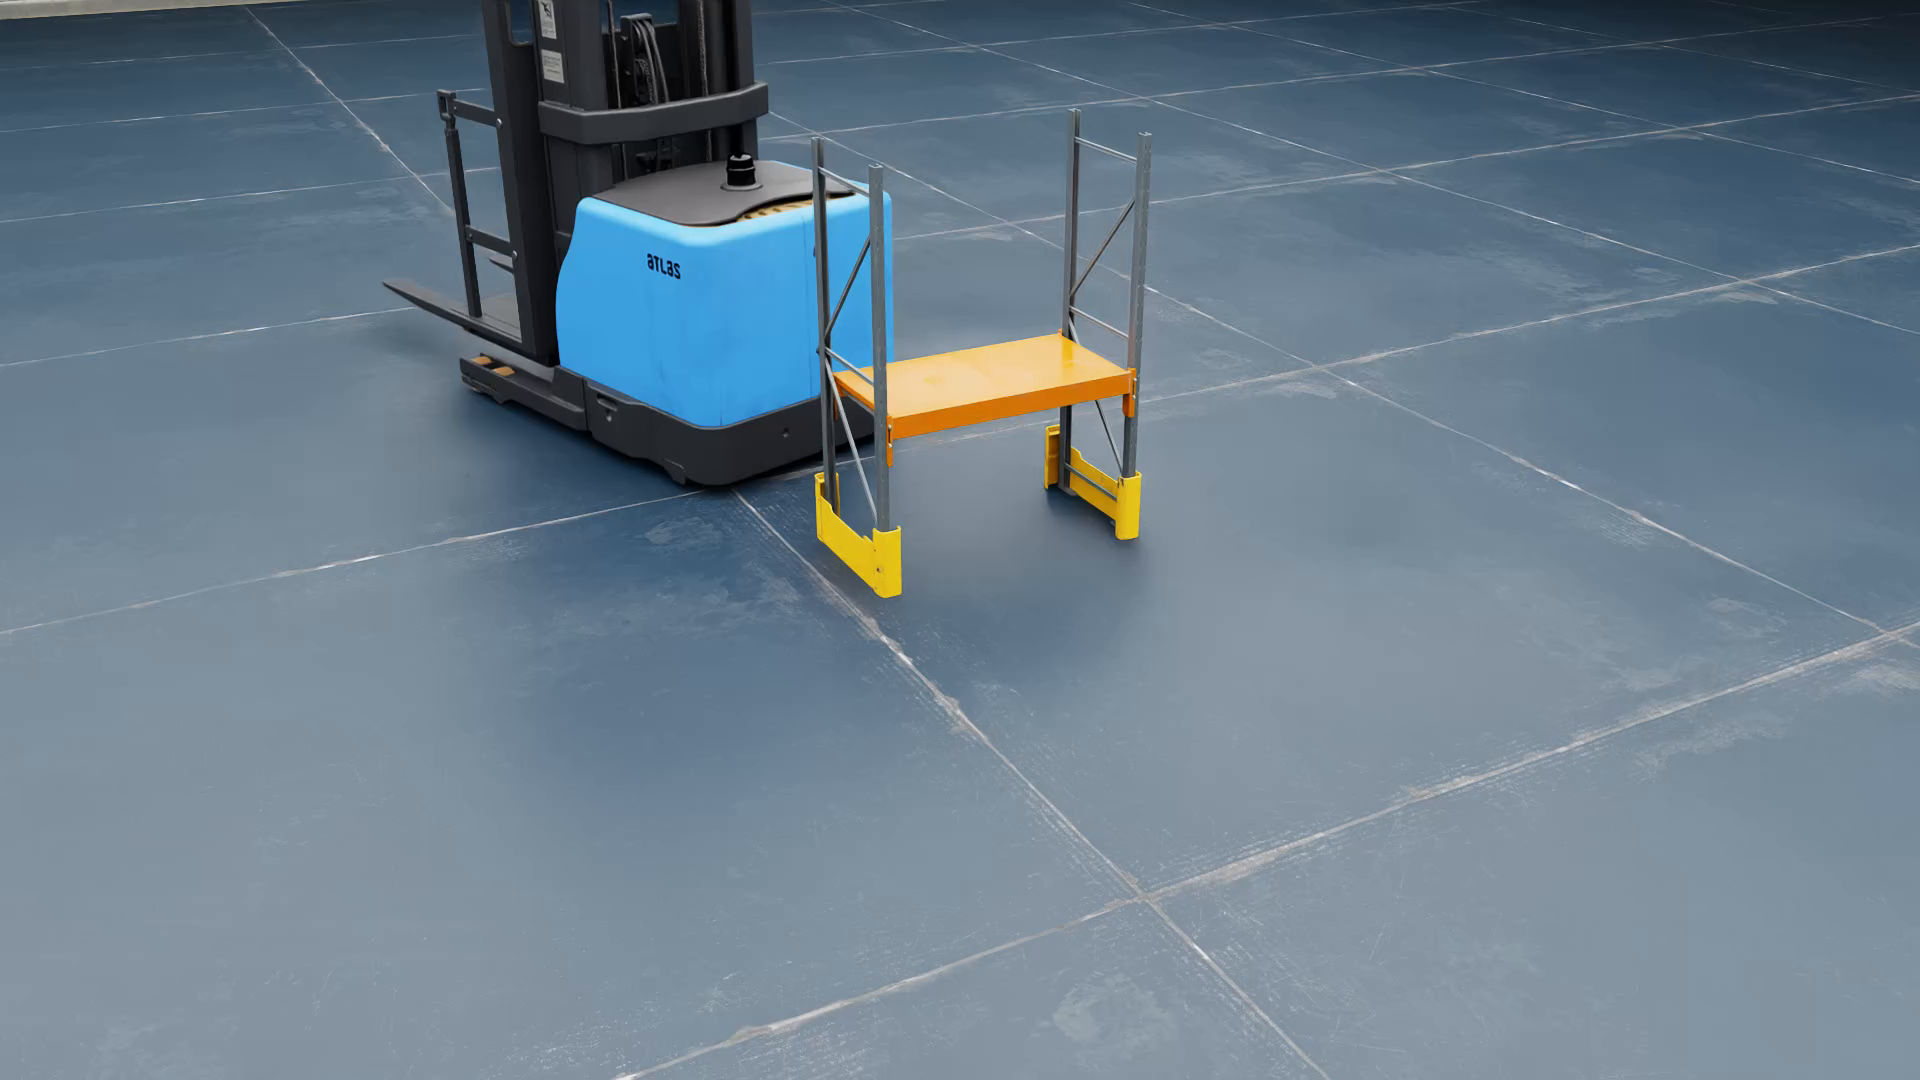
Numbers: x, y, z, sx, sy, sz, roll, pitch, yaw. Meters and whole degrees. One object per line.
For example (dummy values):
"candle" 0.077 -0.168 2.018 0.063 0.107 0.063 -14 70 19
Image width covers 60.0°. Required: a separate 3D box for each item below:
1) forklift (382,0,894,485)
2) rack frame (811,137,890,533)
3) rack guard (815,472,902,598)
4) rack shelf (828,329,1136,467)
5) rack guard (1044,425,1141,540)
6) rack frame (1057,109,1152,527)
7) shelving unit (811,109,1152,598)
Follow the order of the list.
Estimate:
"forklift" -1.653 -2.078 7.191 1.130 2.935 3.031 -23 34 -39
"rack frame" -0.373 -0.590 5.746 0.032 1.500 0.500 -13 29 -25
"rack guard" -0.372 -0.027 6.017 0.087 0.250 0.587 -13 29 -25
"rack shelf" 0.075 -0.531 6.039 1.000 0.185 0.538 -13 29 -25
"rack guard" 0.507 -0.230 6.439 0.087 0.250 0.587 -13 29 -25
"rack frame" 0.524 -0.797 6.177 0.032 1.500 0.500 -13 29 -25
"shelving unit" 0.067 -0.692 5.958 1.083 1.500 0.587 -13 29 -25
